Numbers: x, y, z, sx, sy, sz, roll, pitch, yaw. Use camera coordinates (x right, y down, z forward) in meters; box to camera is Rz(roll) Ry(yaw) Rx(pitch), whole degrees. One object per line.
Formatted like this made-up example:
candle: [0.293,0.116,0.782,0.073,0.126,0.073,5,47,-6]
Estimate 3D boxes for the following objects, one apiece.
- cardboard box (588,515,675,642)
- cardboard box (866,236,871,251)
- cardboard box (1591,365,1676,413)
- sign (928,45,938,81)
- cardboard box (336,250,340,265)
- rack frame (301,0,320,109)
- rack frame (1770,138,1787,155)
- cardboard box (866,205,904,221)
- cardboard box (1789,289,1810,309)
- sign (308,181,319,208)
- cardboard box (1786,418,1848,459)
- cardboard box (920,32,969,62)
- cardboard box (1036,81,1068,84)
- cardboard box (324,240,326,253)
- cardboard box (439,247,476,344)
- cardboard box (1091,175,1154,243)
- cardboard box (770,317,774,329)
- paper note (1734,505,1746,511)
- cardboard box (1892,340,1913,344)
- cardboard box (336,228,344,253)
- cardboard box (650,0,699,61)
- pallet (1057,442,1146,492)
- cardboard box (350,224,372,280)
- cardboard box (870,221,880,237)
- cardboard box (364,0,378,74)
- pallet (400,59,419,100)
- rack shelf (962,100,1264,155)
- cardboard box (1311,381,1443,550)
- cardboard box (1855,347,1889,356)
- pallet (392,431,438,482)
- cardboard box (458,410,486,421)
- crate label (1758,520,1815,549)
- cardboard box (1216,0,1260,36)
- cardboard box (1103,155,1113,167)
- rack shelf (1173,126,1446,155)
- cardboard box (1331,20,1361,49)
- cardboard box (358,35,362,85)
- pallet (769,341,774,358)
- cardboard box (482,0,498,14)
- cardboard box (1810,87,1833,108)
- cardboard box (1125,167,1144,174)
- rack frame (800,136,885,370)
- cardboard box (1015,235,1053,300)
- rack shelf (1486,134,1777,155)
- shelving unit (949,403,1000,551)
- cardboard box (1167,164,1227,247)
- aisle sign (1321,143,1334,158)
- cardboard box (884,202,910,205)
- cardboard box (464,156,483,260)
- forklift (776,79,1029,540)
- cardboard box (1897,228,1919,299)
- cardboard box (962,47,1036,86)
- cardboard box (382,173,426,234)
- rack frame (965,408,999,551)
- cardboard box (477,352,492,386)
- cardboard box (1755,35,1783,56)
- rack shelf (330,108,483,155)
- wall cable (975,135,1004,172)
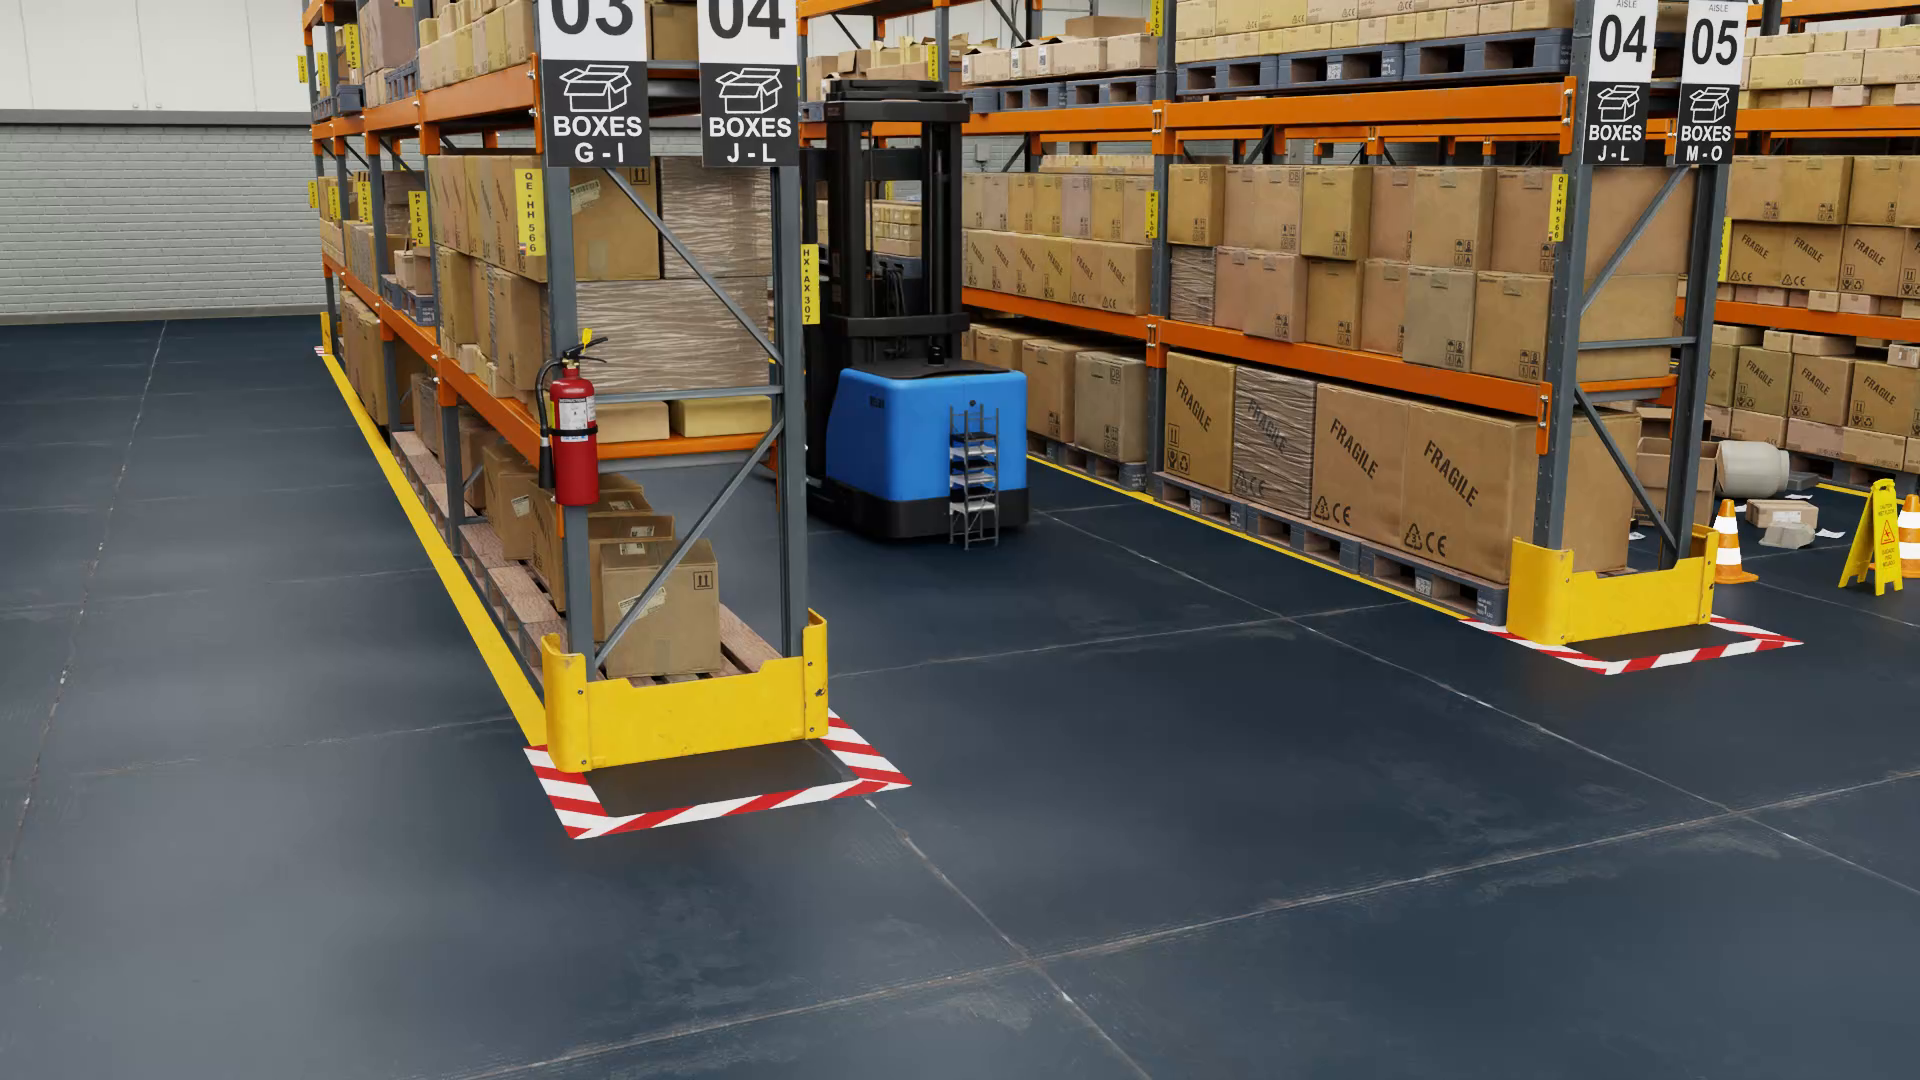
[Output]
cardboard box: [-1.631,0.181,8.046,0.500,0.500,0.500,-2,13,-8]
cardboard box: [-0.771,-3.015,16.871,0.380,0.149,0.250,-6,14,-25]
cardboard box: [6.140,-1.335,14.881,0.950,0.372,0.625,-5,14,-22]
sign: [-0.243,-4.325,15.107,0.100,0.325,0.005,-6,14,-23]
cardboard box: [-6.560,-3.077,18.070,0.380,0.149,0.250,-6,14,-24]
rack frame: [-7.534,-6.809,20.333,1.000,3.000,0.127,-6,14,-23]
rack frame: [9.297,-3.578,19.676,1.000,3.000,0.127,-6,14,-23]
cardboard box: [-0.766,-3.304,16.799,0.380,0.149,0.250,-6,14,-23]
cardboard box: [6.671,-1.880,12.896,0.380,0.149,0.250,-6,14,-23]
sign: [-8.045,-4.298,20.692,0.100,0.325,0.005,-6,14,-23]
cardboard box: [6.781,-0.802,12.851,0.500,0.250,0.500,-6,14,-24]
cardboard box: [-0.145,-4.604,15.538,0.396,0.266,0.258,-6,14,-23]
cardboard box: [0.949,-4.143,14.511,0.500,0.311,0.500,-6,14,-23]
cardboard box: [-7.488,-3.555,20.135,0.380,0.149,0.250,-6,14,-24]
cardboard box: [-2.436,-1.396,9.367,0.875,0.500,0.500,-6,14,-23]
cardboard box: [1.445,-2.578,12.918,0.700,0.500,0.500,-6,14,-24]
cardboard box: [-2.138,-2.704,20.633,0.380,0.149,0.250,-5,14,-22]
paper note: [5.550,-0.228,11.814,0.148,0.019,0.142,-1,13,-4]
cardboard box: [10.376,-2.067,17.483,0.875,0.625,0.625,-6,14,-24]
cardboard box: [-6.350,-3.199,17.714,0.500,0.250,0.500,-6,14,-24]
cardboard box: [-1.081,-2.092,6.936,0.500,0.250,0.500,-5,14,-21]
pallet: [1.479,-0.628,13.117,1.003,0.211,1.213,-6,14,-23]
cardboard box: [-5.575,-2.784,16.024,0.500,0.500,0.500,-6,14,-24]
cardboard box: [-0.676,-3.110,16.619,0.380,0.149,0.250,-6,14,-23]
cardboard box: [-4.177,-3.762,12.488,0.500,0.500,0.500,-6,14,-23]
pallet: [-2.877,-2.914,10.573,1.213,0.211,1.003,-6,14,-23]
rack shelf: [1.056,-3.358,13.671,1.077,0.370,4.000,-6,14,-23]
cardboard box: [2.773,-0.493,10.129,0.875,0.875,0.875,-6,14,-24]
cardboard box: [7.246,-1.224,13.011,0.500,0.500,0.500,-5,14,-20]
pallet: [-4.018,-0.713,13.485,1.003,0.211,1.213,-6,14,-23]
cardboard box: [-3.128,-0.633,11.519,0.700,0.500,0.500,-6,14,-23]
crate label: [5.348,-0.040,10.738,0.298,0.136,0.250,9,16,35]
cardboard box: [2.000,-3.390,10.734,0.500,0.250,0.500,-6,14,-23]
cardboard box: [2.167,-5.161,22.639,0.380,0.149,0.250,-6,14,-23]
rack shelf: [3.949,-4.653,19.264,1.077,0.370,4.000,-6,14,-23]
cardboard box: [2.406,-2.953,9.730,0.380,0.149,0.250,-5,14,-22]
cardboard box: [-5.067,-4.238,14.724,0.500,0.500,0.500,-5,14,-20]
pallet: [-2.141,-2.517,21.275,1.003,0.211,1.213,-6,14,-23]
cardboard box: [-1.852,-2.353,7.181,0.380,0.149,0.250,-6,14,-23]
cardboard box: [6.668,-3.343,12.566,0.380,0.149,0.250,-6,14,-25]
cardboard box: [2.510,-4.669,21.952,0.500,0.500,0.500,-6,14,-24]
rack frame: [-1.347,-3.487,19.284,1.000,3.000,0.127,-6,14,-23]
cardboard box: [0.793,-2.280,13.848,0.500,0.500,0.500,-6,14,-24]
rack shelf: [8.496,-5.102,21.204,1.077,0.370,4.000,-6,14,-23]
shelving unit: [0.090,-0.403,10.617,0.258,0.900,0.210,-7,15,-27]
cardboard box: [1.974,-2.354,11.662,0.875,0.550,0.550,-6,14,-23]
aisle sign: [5.796,-6.485,26.471,0.394,0.787,0.004,-6,14,-23]
cardboard box: [-0.597,-3.580,17.990,0.380,0.149,0.250,-6,14,-25]
cardboard box: [-2.168,-1.663,8.305,0.500,0.500,0.500,-6,14,-23]
forklift: [-0.685,-1.715,11.780,1.130,2.935,3.031,-7,15,-27]
cardboard box: [7.091,-1.964,11.823,0.500,0.500,0.500,-6,14,-23]
cardboard box: [0.344,-4.163,14.595,0.500,0.311,0.500,-6,14,-23]
cardboard box: [-4.608,-2.924,14.403,0.797,0.503,0.637,-5,14,-21]
rack frame: [0.139,-0.383,10.530,0.240,0.900,0.006,-7,15,-27]
cardboard box: [-2.304,-0.905,8.683,0.380,0.149,0.250,-6,14,-23]
cardboard box: [6.408,-3.829,12.897,0.380,0.149,0.250,-6,14,-25]
rack shelf: [-5.131,-3.758,15.396,1.077,0.370,4.000,-6,14,-23]
wall cable: [0.560,-6.570,30.351,0.588,1.984,0.122,-6,14,-23]
